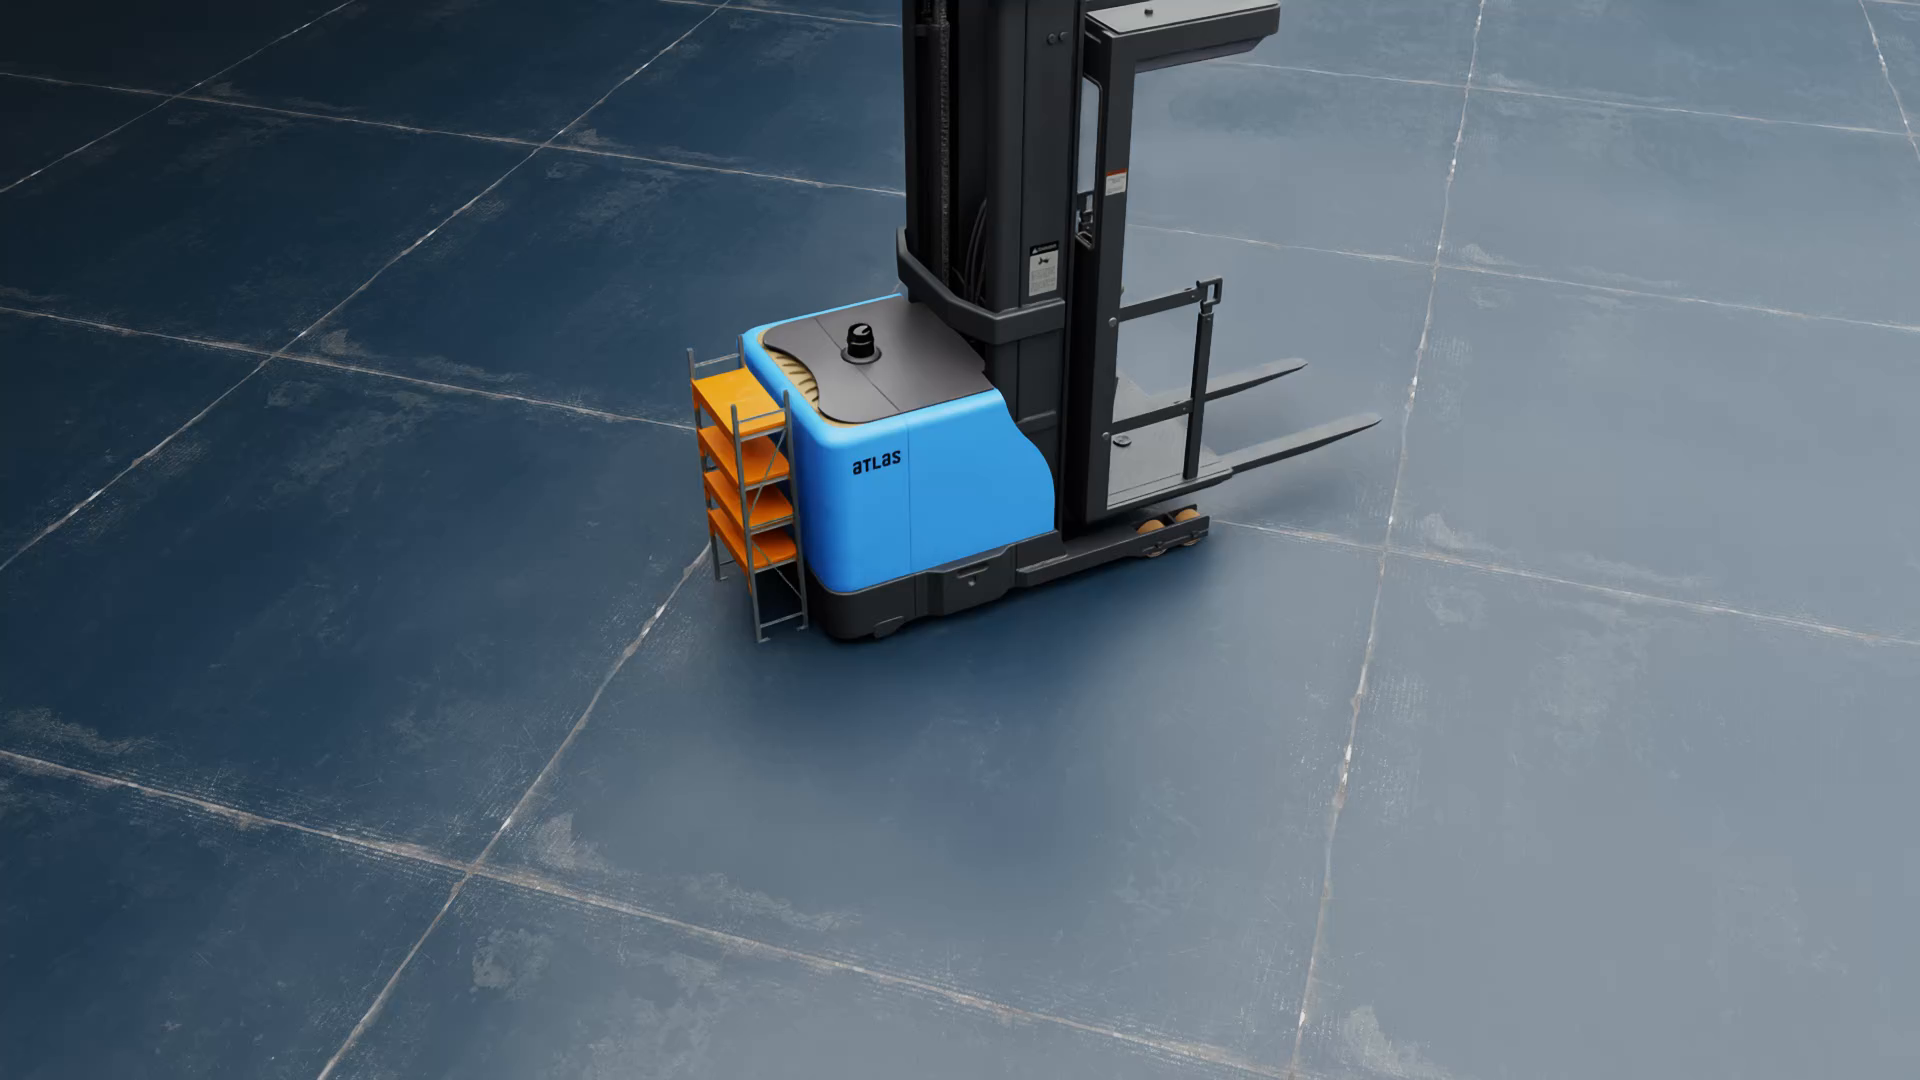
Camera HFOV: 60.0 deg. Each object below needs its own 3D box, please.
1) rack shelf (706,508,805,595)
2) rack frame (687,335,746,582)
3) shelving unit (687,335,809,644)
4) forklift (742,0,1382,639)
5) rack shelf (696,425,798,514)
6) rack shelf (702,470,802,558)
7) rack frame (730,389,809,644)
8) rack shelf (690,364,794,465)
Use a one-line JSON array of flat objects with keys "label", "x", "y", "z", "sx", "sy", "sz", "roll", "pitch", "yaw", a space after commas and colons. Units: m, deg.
[{"label": "rack shelf", "x": -0.883, "y": 0.013, "z": 7.166, "sx": 0.258, "sy": 0.148, "sz": 0.480, "roll": -18, "pitch": 40, "yaw": -21}, {"label": "rack frame", "x": -0.999, "y": -0.329, "z": 7.181, "sx": 0.240, "sy": 1.200, "sz": 0.015, "roll": -18, "pitch": 40, "yaw": -21}, {"label": "shelving unit", "x": -0.886, "y": -0.201, "z": 7.007, "sx": 0.258, "sy": 1.200, "sz": 0.503, "roll": -18, "pitch": 40, "yaw": -21}, {"label": "forklift", "x": 0.582, "y": -1.365, "z": 7.132, "sx": 3.031, "sy": 2.935, "sz": 1.130, "roll": -17, "pitch": 40, "yaw": -21}, {"label": "rack shelf", "x": -0.888, "y": -0.326, "z": 6.914, "sx": 0.258, "sy": 0.148, "sz": 0.480, "roll": -18, "pitch": 40, "yaw": -21}, {"label": "rack shelf", "x": -0.885, "y": -0.147, "z": 7.047, "sx": 0.258, "sy": 0.148, "sz": 0.480, "roll": -18, "pitch": 40, "yaw": -21}, {"label": "rack frame", "x": -0.773, "y": -0.072, "z": 6.833, "sx": 0.240, "sy": 1.200, "sz": 0.015, "roll": -18, "pitch": 40, "yaw": -21}, {"label": "rack shelf", "x": -0.891, "y": -0.516, "z": 6.772, "sx": 0.258, "sy": 0.148, "sz": 0.480, "roll": -18, "pitch": 40, "yaw": -21}]
